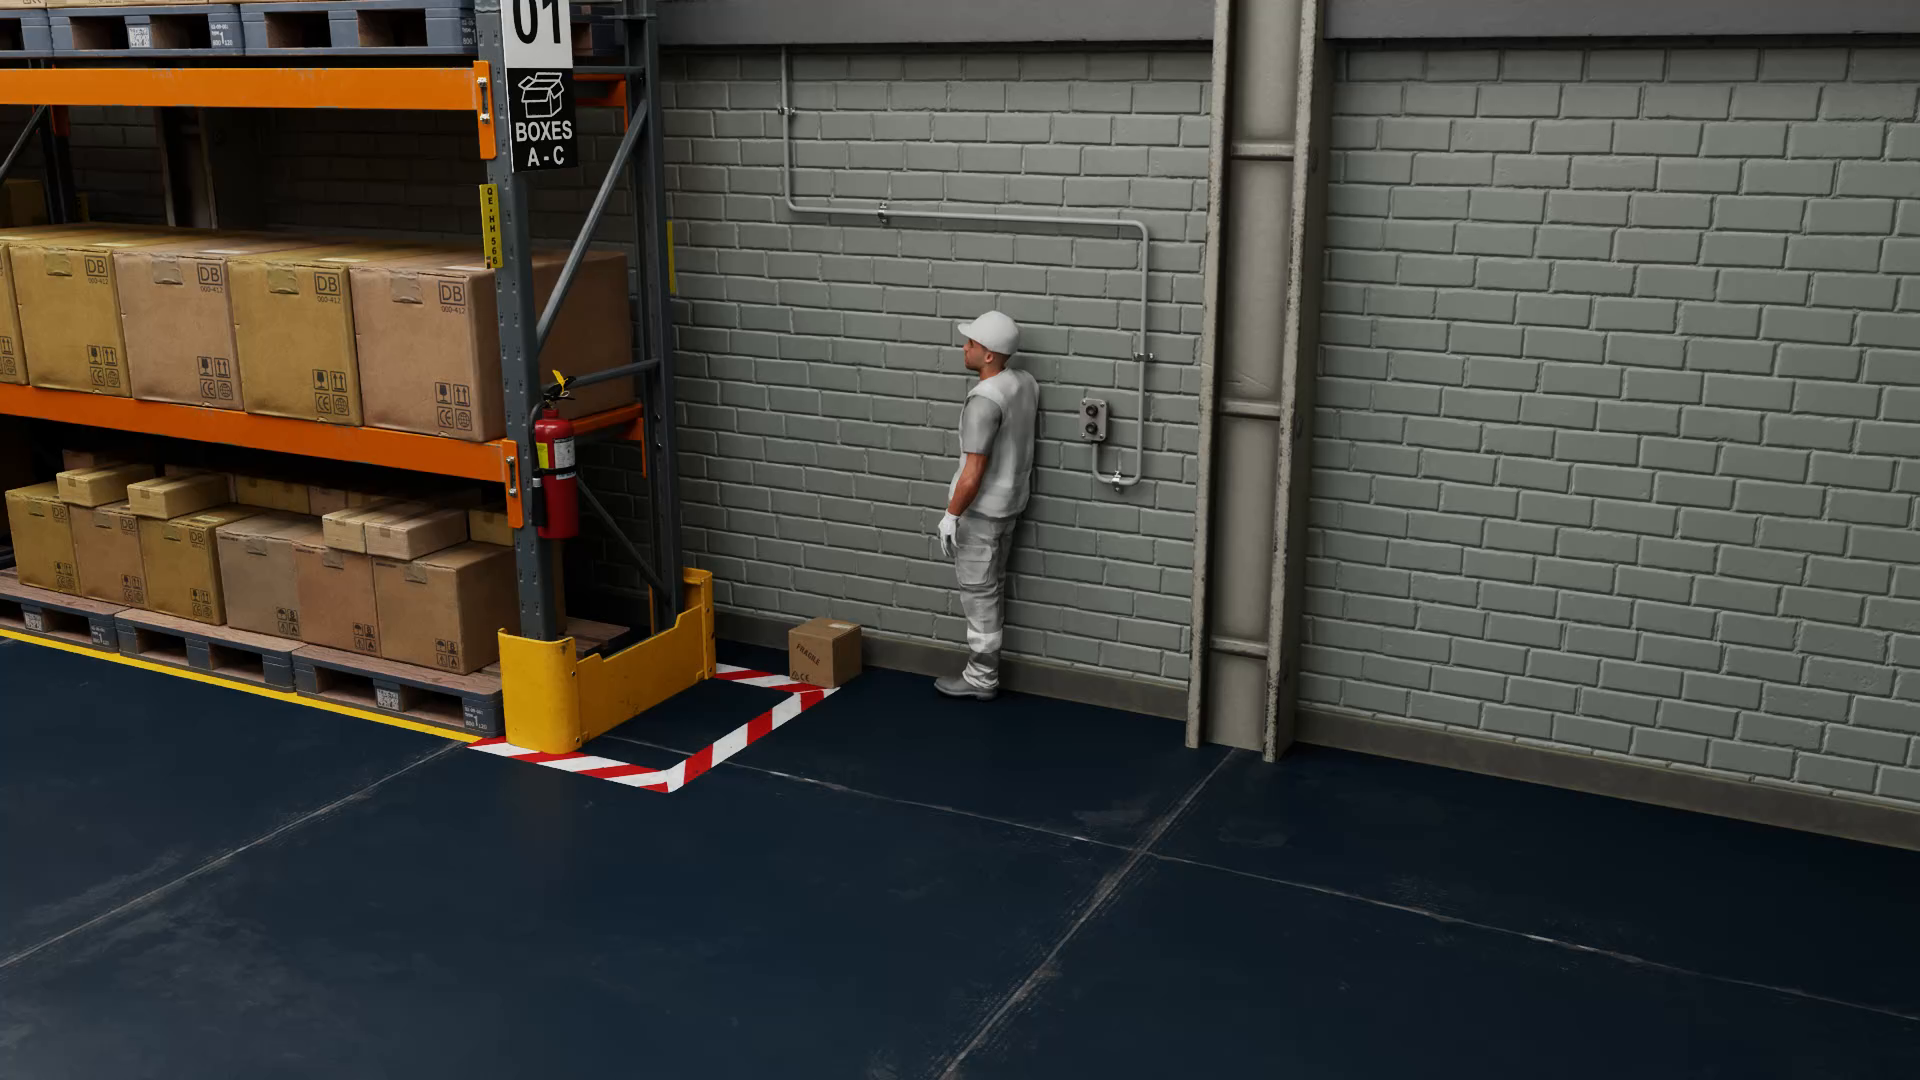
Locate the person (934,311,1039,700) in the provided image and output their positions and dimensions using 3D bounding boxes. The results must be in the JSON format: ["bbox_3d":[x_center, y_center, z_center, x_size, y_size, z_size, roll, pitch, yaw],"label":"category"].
[{"bbox_3d":[0.053,-0.152,7.487,0.564,1.788,0.637,8,17,26],"label":"person"}]
